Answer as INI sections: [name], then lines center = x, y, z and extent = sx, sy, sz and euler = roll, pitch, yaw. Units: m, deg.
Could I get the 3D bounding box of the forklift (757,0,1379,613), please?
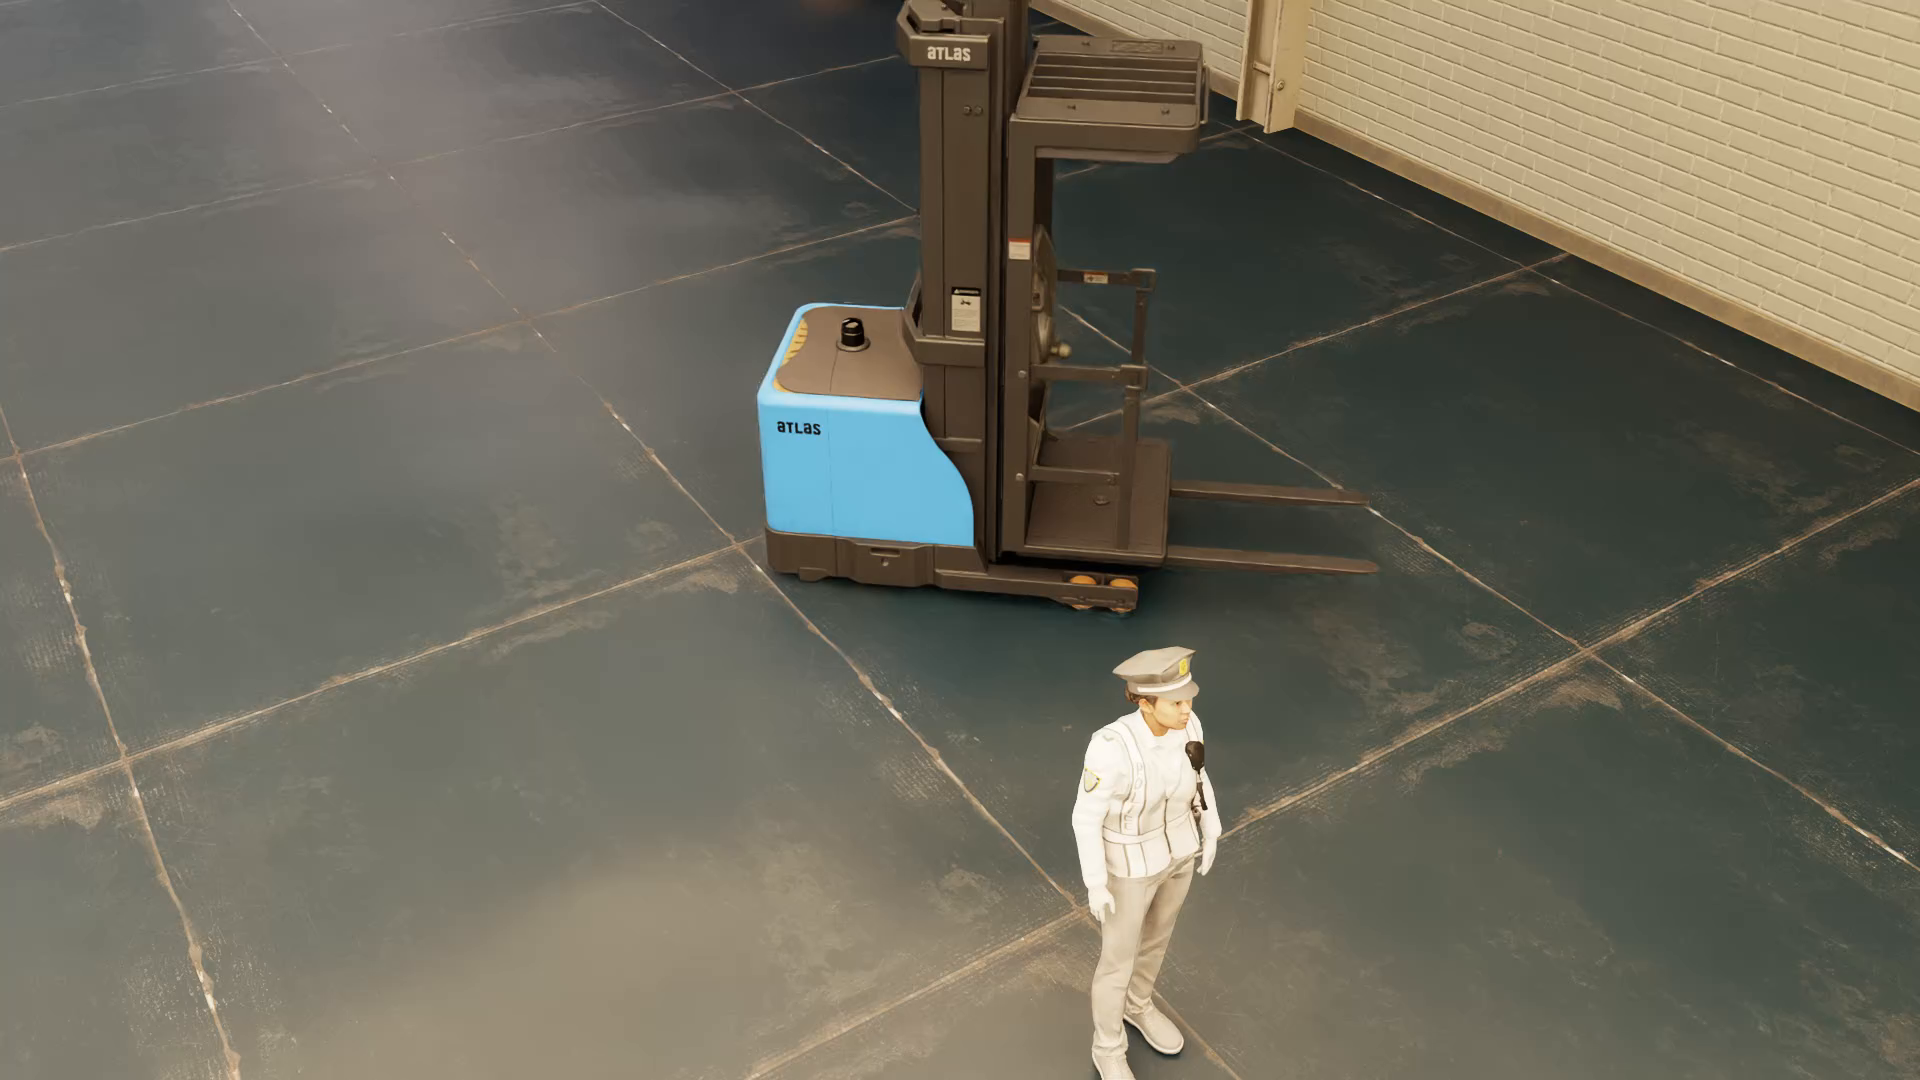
[forklift]
center = 0.581, -1.169, 7.811
extent = 3.031, 2.935, 1.130
euler = 4, 35, 6

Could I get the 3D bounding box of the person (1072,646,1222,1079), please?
[person]
center = 0.674, 1.110, 5.631
extent = 0.586, 1.694, 0.532
euler = -21, 40, -27
